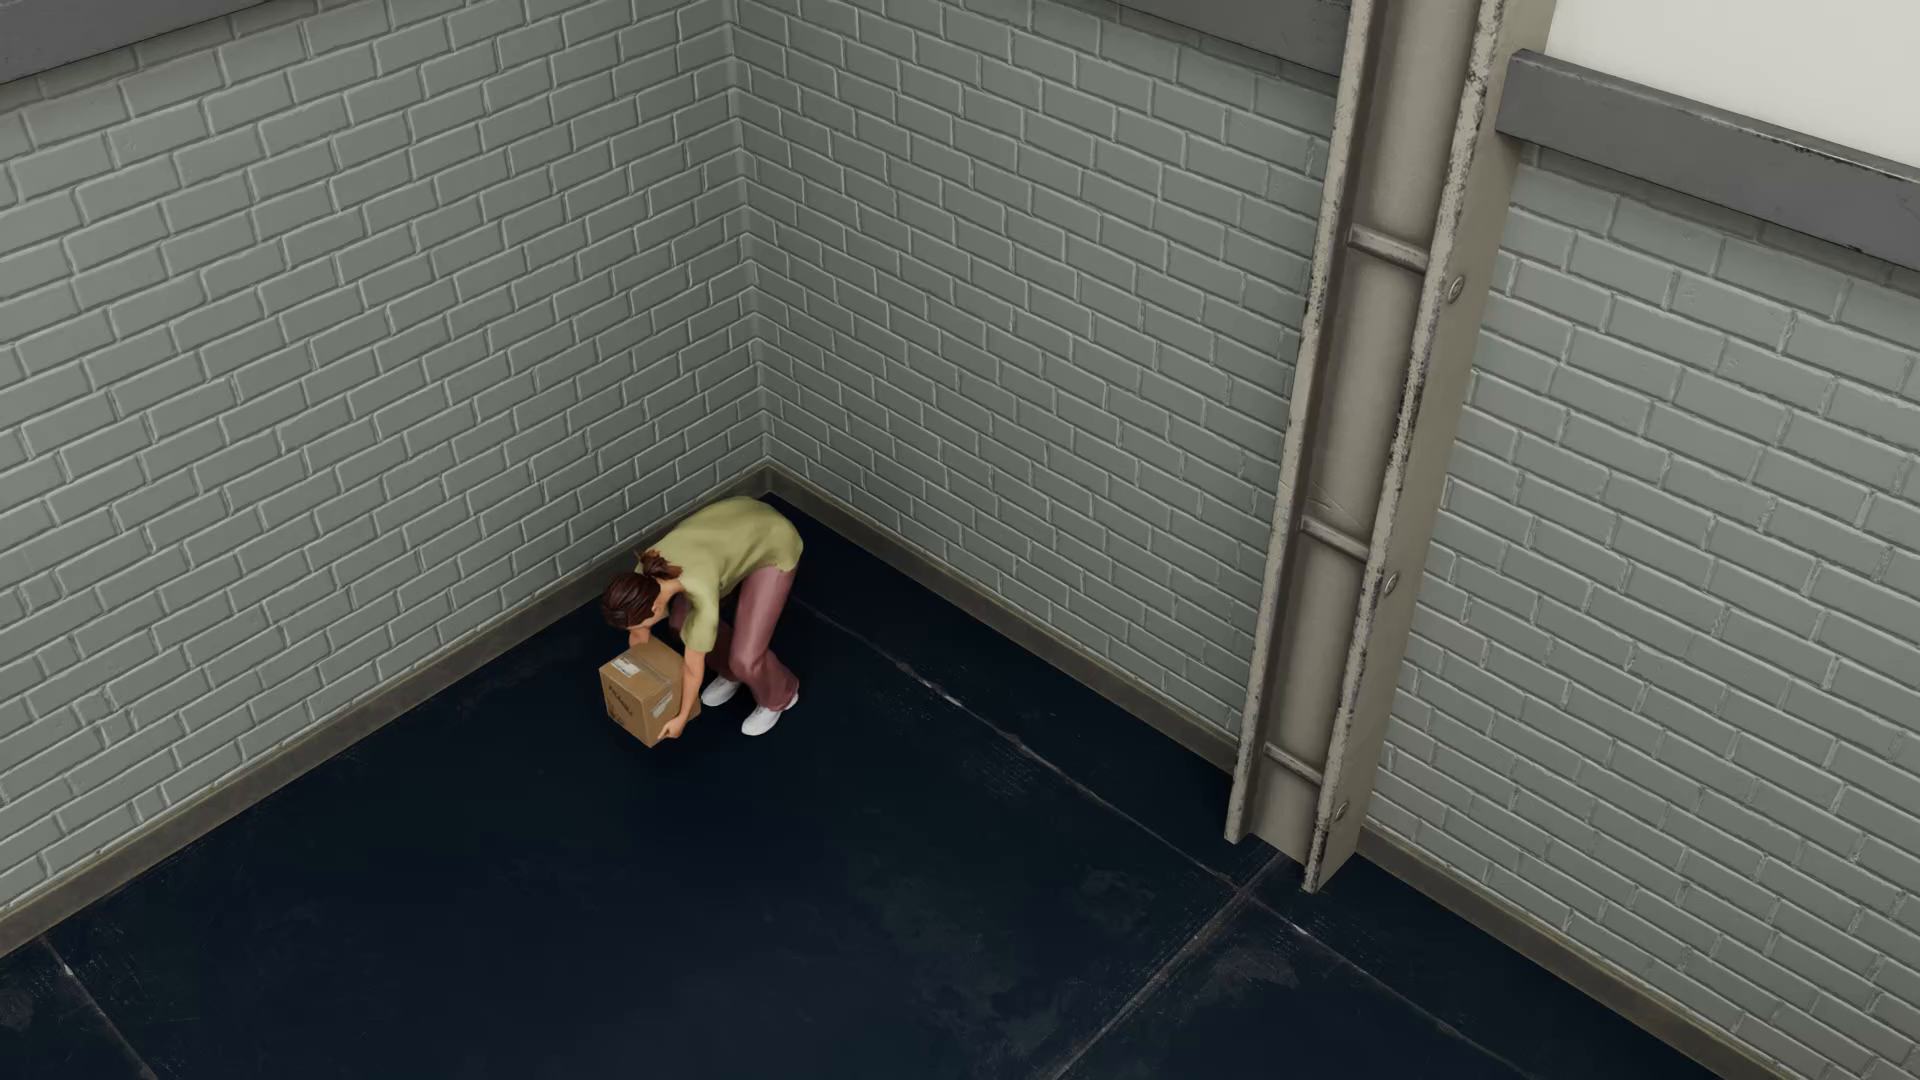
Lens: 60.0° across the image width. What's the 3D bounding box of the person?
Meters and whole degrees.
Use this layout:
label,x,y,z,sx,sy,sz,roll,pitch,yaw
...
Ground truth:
label,x,y,z,sx,sy,sz,roll,pitch,yaw
person,-0.950,0.345,6.256,0.466,1.017,0.868,28,47,30
